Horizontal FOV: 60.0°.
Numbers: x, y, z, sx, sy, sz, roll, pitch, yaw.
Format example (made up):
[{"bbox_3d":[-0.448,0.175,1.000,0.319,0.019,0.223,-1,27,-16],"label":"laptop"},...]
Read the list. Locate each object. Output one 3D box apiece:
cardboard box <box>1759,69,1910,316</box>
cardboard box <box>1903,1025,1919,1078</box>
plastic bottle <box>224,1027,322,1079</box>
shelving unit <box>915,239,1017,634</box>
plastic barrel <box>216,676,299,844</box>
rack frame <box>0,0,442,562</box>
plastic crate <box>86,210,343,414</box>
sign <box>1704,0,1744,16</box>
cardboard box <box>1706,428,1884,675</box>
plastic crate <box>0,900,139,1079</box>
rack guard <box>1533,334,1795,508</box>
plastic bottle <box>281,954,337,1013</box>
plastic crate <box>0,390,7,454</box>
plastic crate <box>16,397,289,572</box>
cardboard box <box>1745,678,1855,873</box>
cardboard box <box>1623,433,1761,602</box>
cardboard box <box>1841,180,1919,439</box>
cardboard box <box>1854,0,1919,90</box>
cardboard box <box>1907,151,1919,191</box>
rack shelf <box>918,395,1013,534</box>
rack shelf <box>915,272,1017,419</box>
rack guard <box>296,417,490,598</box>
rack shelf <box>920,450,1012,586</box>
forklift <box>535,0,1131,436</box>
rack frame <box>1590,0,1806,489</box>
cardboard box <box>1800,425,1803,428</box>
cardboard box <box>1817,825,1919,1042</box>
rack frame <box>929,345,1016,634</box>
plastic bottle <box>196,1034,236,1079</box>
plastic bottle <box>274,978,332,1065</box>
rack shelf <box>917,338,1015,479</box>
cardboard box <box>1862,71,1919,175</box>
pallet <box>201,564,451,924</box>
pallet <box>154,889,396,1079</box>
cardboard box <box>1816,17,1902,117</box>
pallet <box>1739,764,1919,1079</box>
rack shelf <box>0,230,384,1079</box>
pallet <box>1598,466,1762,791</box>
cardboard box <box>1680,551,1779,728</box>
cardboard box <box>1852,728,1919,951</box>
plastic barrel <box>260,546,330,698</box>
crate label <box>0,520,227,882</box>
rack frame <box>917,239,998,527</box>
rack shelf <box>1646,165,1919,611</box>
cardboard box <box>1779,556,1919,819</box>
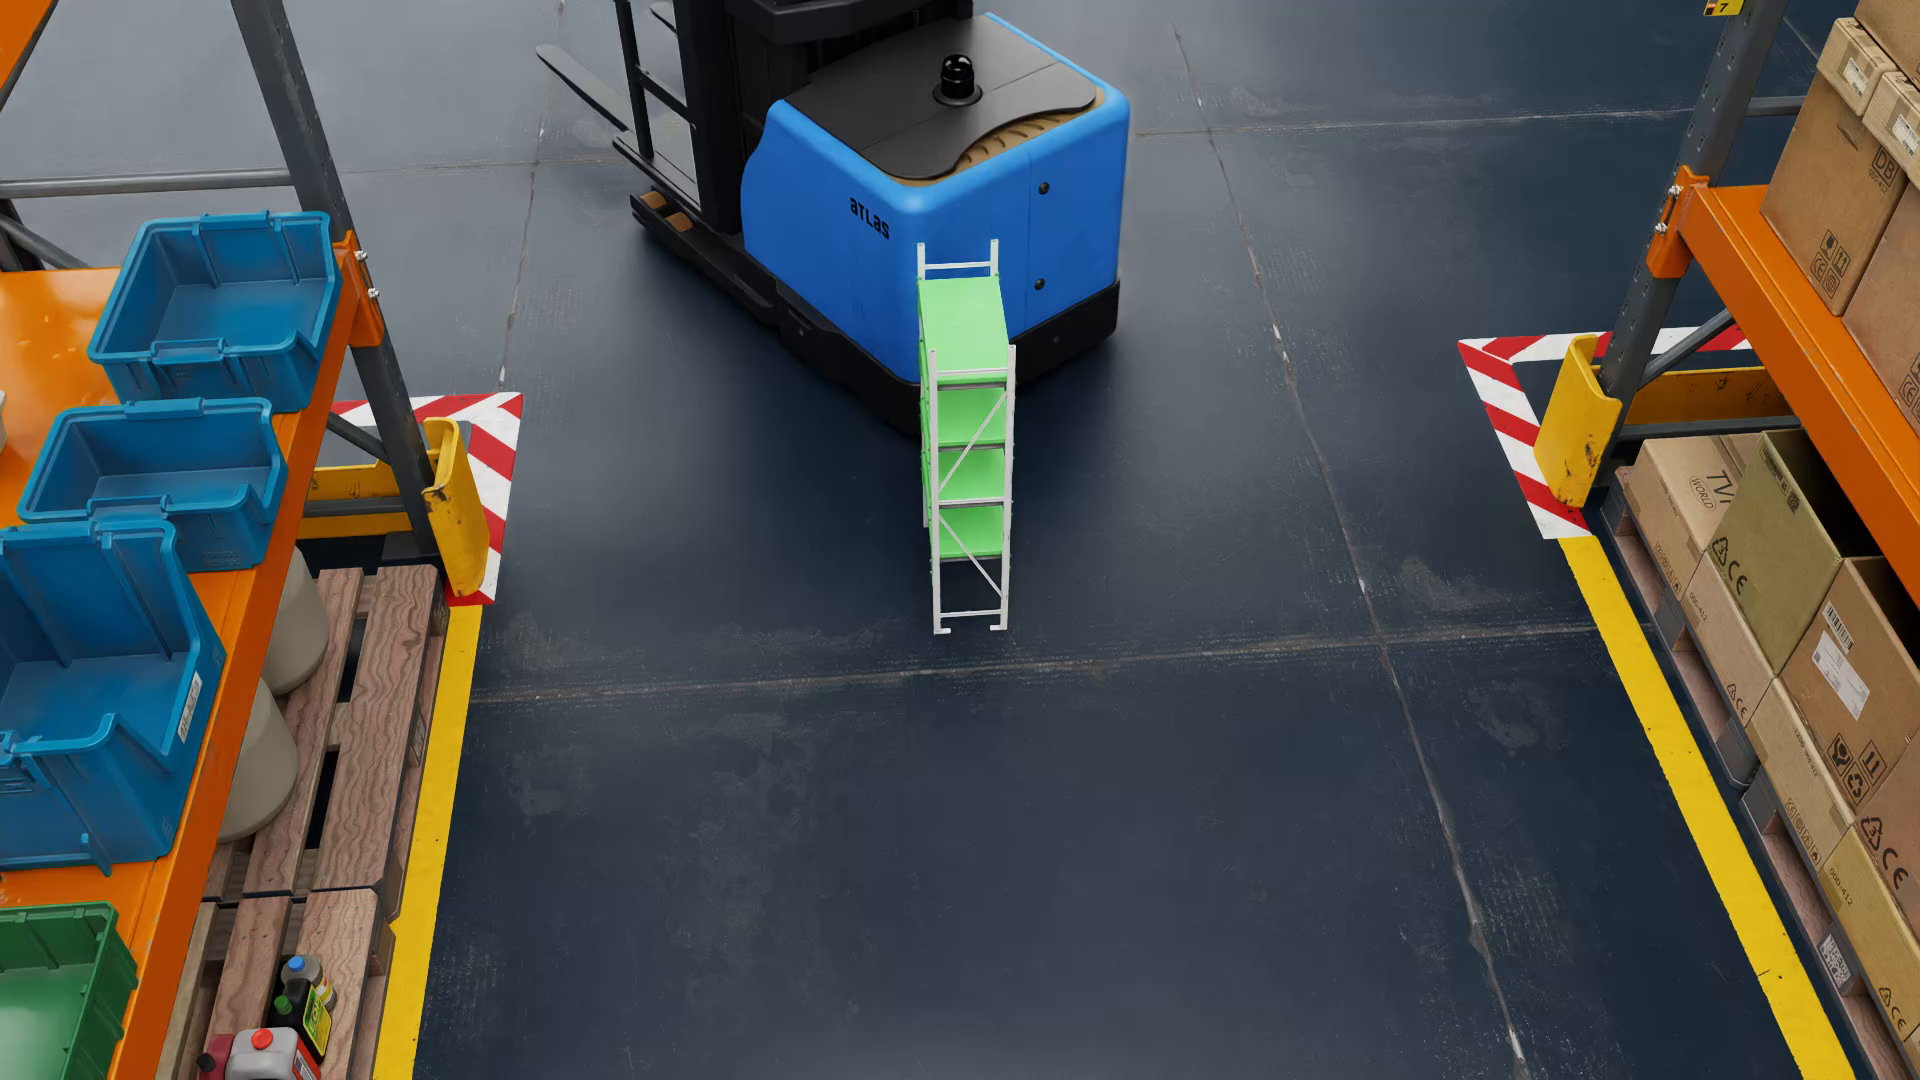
[{"bbox_3d":[2.707,-0.980,4.543,0.700,0.500,0.500,-3,47,-3],"label":"cardboard box"},{"bbox_3d":[2.670,1.366,3.995,0.500,0.250,0.500,-3,47,-3],"label":"cardboard box"},{"bbox_3d":[-1.672,1.286,4.039,0.152,0.276,0.135,-3,47,-3],"label":"plastic bottle"},{"bbox_3d":[0.014,-0.293,5.201,0.258,1.200,0.503,-3,47,-3],"label":"shelving unit"},{"bbox_3d":[-2.083,0.559,4.578,0.421,0.512,0.421,0,47,0],"label":"plastic barrel"},{"bbox_3d":[-2.256,-0.986,4.618,1.000,3.000,0.127,-3,47,-3],"label":"rack frame"},{"bbox_3d":[-1.916,-0.591,4.346,0.499,0.251,0.616,-3,47,-3],"label":"plastic crate"},{"bbox_3d":[2.127,-1.580,4.529,0.100,0.325,0.005,-3,47,-3],"label":"sign"},{"bbox_3d":[2.547,0.022,4.751,0.500,0.500,0.500,-3,47,-3],"label":"cardboard box"},{"bbox_3d":[-1.754,0.982,2.900,0.450,0.188,0.662,-3,47,-3],"label":"plastic crate"},{"bbox_3d":[2.678,-0.442,5.824,1.175,0.500,0.348,-3,47,-3],"label":"rack guard"},{"bbox_3d":[-1.665,1.127,4.241,0.097,0.201,0.097,0,47,0],"label":"plastic bottle"},{"bbox_3d":[-2.502,-0.228,4.082,0.298,0.136,0.250,-3,47,-3],"label":"plastic crate"},{"bbox_3d":[-1.867,-0.120,3.901,0.499,0.251,0.408,-3,47,-3],"label":"plastic crate"},{"bbox_3d":[2.590,0.642,4.681,0.500,0.250,0.500,-3,47,-3],"label":"cardboard box"},{"bbox_3d":[2.503,-0.082,5.366,0.500,0.250,0.500,-3,47,-3],"label":"cardboard box"},{"bbox_3d":[2.755,-0.600,4.184,0.700,0.500,0.500,-2,47,-2],"label":"cardboard box"},{"bbox_3d":[2.711,-1.388,4.036,0.700,0.500,0.500,-3,47,-3],"label":"cardboard box"},{"bbox_3d":[2.543,-0.873,3.995,0.380,0.149,0.250,-3,47,-3],"label":"cardboard box"},{"bbox_3d":[0.014,-0.249,5.247,0.258,0.148,0.480,-3,47,-3],"label":"rack shelf"},{"bbox_3d":[0.014,-0.579,4.899,0.258,0.148,0.480,-3,47,-3],"label":"rack shelf"},{"bbox_3d":[-2.203,-0.074,5.476,1.175,0.500,0.348,-3,47,-3],"label":"rack guard"},{"bbox_3d":[0.014,-0.084,5.422,0.258,0.148,0.480,-3,47,-3],"label":"rack shelf"},{"bbox_3d":[-0.715,-2.395,6.000,1.130,2.935,3.031,-31,54,-26],"label":"forklift"},{"bbox_3d":[2.680,-1.284,4.900,1.000,3.000,0.127,-3,47,-3],"label":"rack frame"},{"bbox_3d":[3.022,-0.371,5.123,0.500,0.500,0.500,-3,47,-3],"label":"cardboard box"},{"bbox_3d":[2.627,1.004,4.338,0.500,0.250,0.500,-3,47,-3],"label":"cardboard box"},{"bbox_3d":[0.034,-0.116,5.034,0.240,1.200,0.015,-3,47,-3],"label":"rack frame"},{"bbox_3d":[-1.778,1.290,4.030,0.061,0.283,0.133,-3,47,-3],"label":"plastic bottle"},{"bbox_3d":[-1.637,1.183,4.132,0.061,0.283,0.133,-2,47,-2],"label":"plastic bottle"},{"bbox_3d":[0.014,-0.414,5.073,0.258,0.148,0.480,-3,47,-3],"label":"rack shelf"},{"bbox_3d":[2.523,-1.054,4.166,0.380,0.149,0.250,-5,47,-4],"label":"cardboard box"},{"bbox_3d":[-2.140,0.613,5.024,1.003,0.211,1.213,-3,47,-3],"label":"pallet"},{"bbox_3d":[-2.041,1.494,4.190,1.003,0.211,1.213,-3,47,-3],"label":"pallet"},{"bbox_3d":[2.499,-1.245,4.347,0.380,0.149,0.250,-4,47,-4],"label":"cardboard box"},{"bbox_3d":[2.885,1.106,4.557,1.003,0.211,1.213,-3,47,-3],"label":"pallet"},{"bbox_3d":[-2.089,0.709,3.508,1.077,0.370,4.000,-3,47,-3],"label":"rack shelf"},{"bbox_3d":[2.786,0.225,5.391,1.003,0.211,1.213,-3,47,-3],"label":"pallet"},{"bbox_3d":[2.549,0.280,5.023,0.500,0.250,0.500,-3,47,-3],"label":"cardboard box"},{"bbox_3d":[2.626,0.746,4.066,0.500,0.500,0.500,-3,47,-3],"label":"cardboard box"},{"bbox_3d":[-2.125,0.197,4.922,0.421,0.512,0.421,0,47,0],"label":"plastic barrel"},{"bbox_3d":[-1.832,0.317,3.359,0.502,0.435,0.616,-3,47,-3],"label":"crate label"},{"bbox_3d":[-0.007,-0.469,5.368,0.240,1.200,0.015,-3,47,-3],"label":"rack frame"},{"bbox_3d":[2.848,0.410,3.791,1.077,0.370,4.000,-3,47,-3],"label":"rack shelf"},{"bbox_3d":[2.602,0.383,4.409,0.500,0.500,0.500,-3,47,-3],"label":"cardboard box"}]
